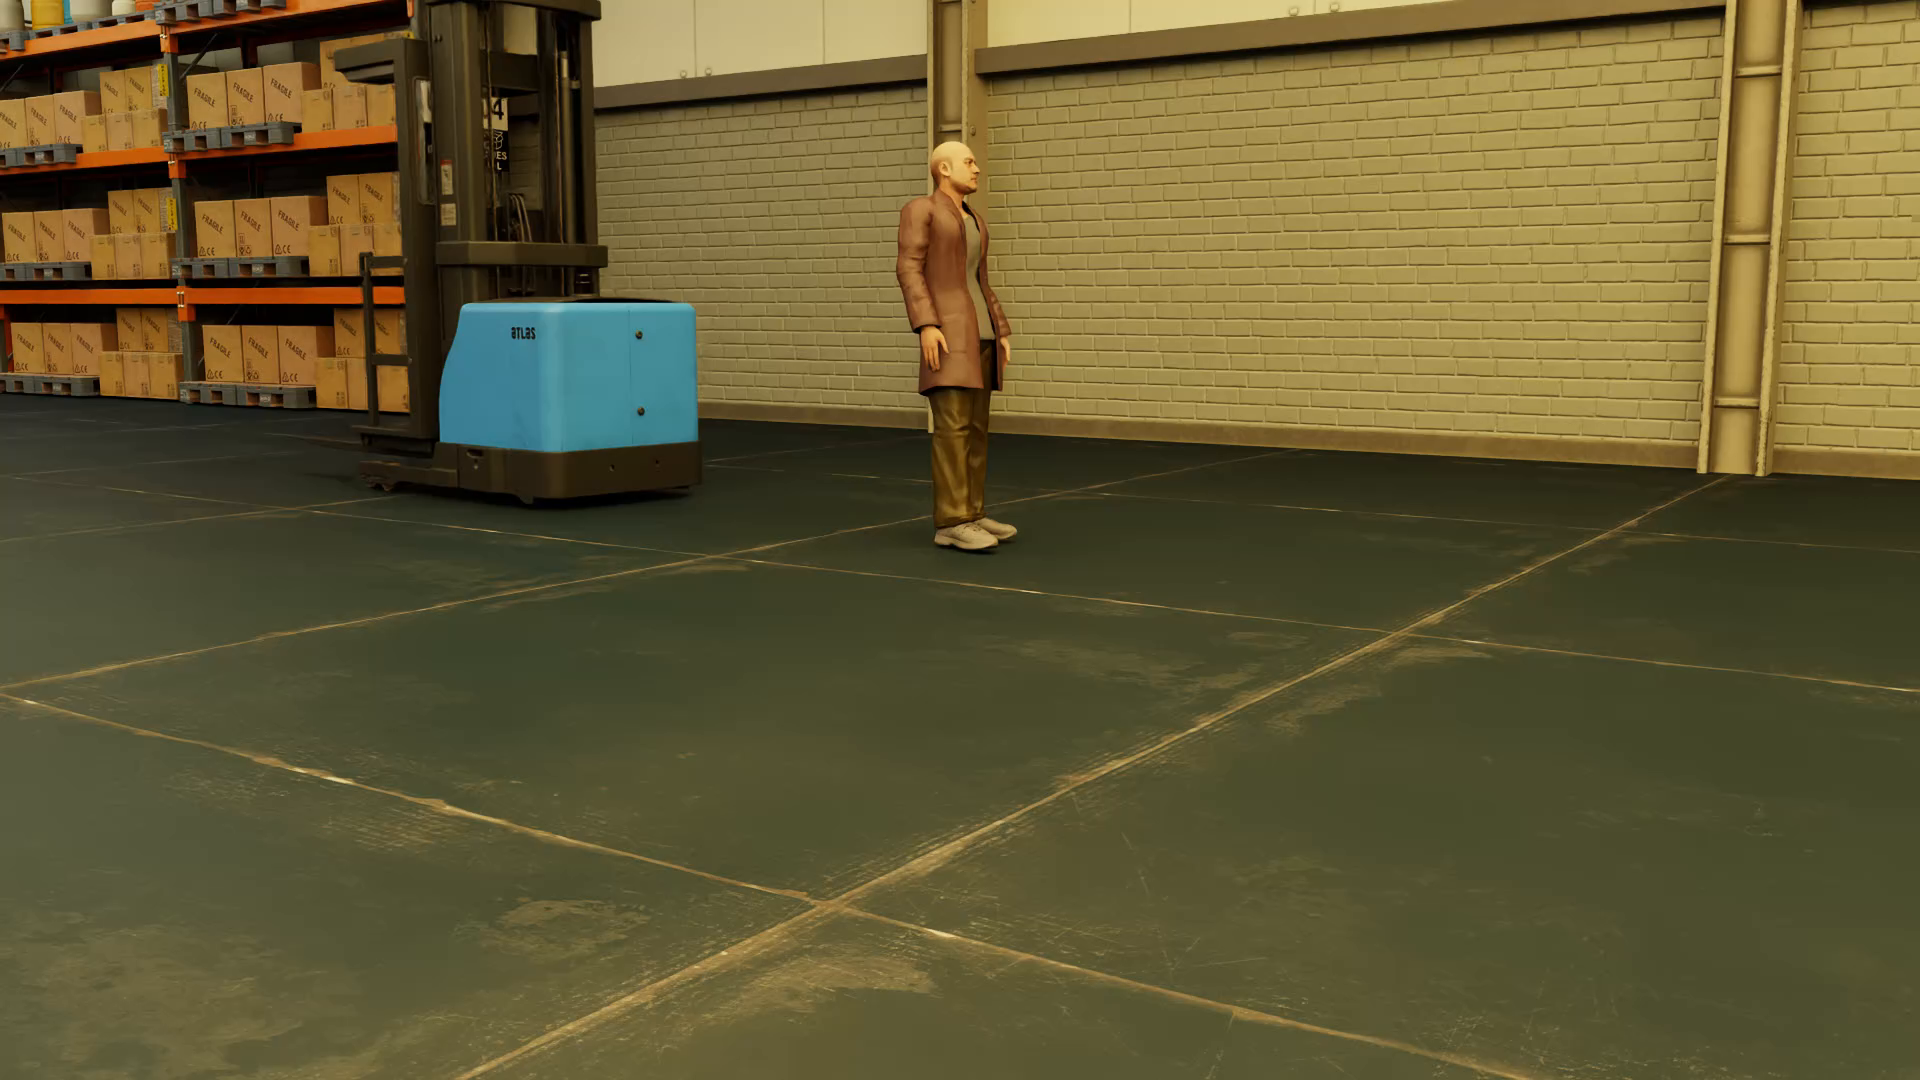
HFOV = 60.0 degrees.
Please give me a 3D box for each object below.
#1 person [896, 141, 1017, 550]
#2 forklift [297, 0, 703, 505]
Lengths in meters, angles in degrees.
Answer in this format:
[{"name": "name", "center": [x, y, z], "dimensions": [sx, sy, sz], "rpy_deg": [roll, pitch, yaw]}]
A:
[{"name": "person", "center": [0.074, -0.880, 7.423], "dimensions": [0.579, 1.778, 0.698], "rpy_deg": [5, 10, 34]}, {"name": "forklift", "center": [-2.885, -1.782, 9.725], "dimensions": [3.031, 2.935, 1.130], "rpy_deg": [7, 11, 41]}]
